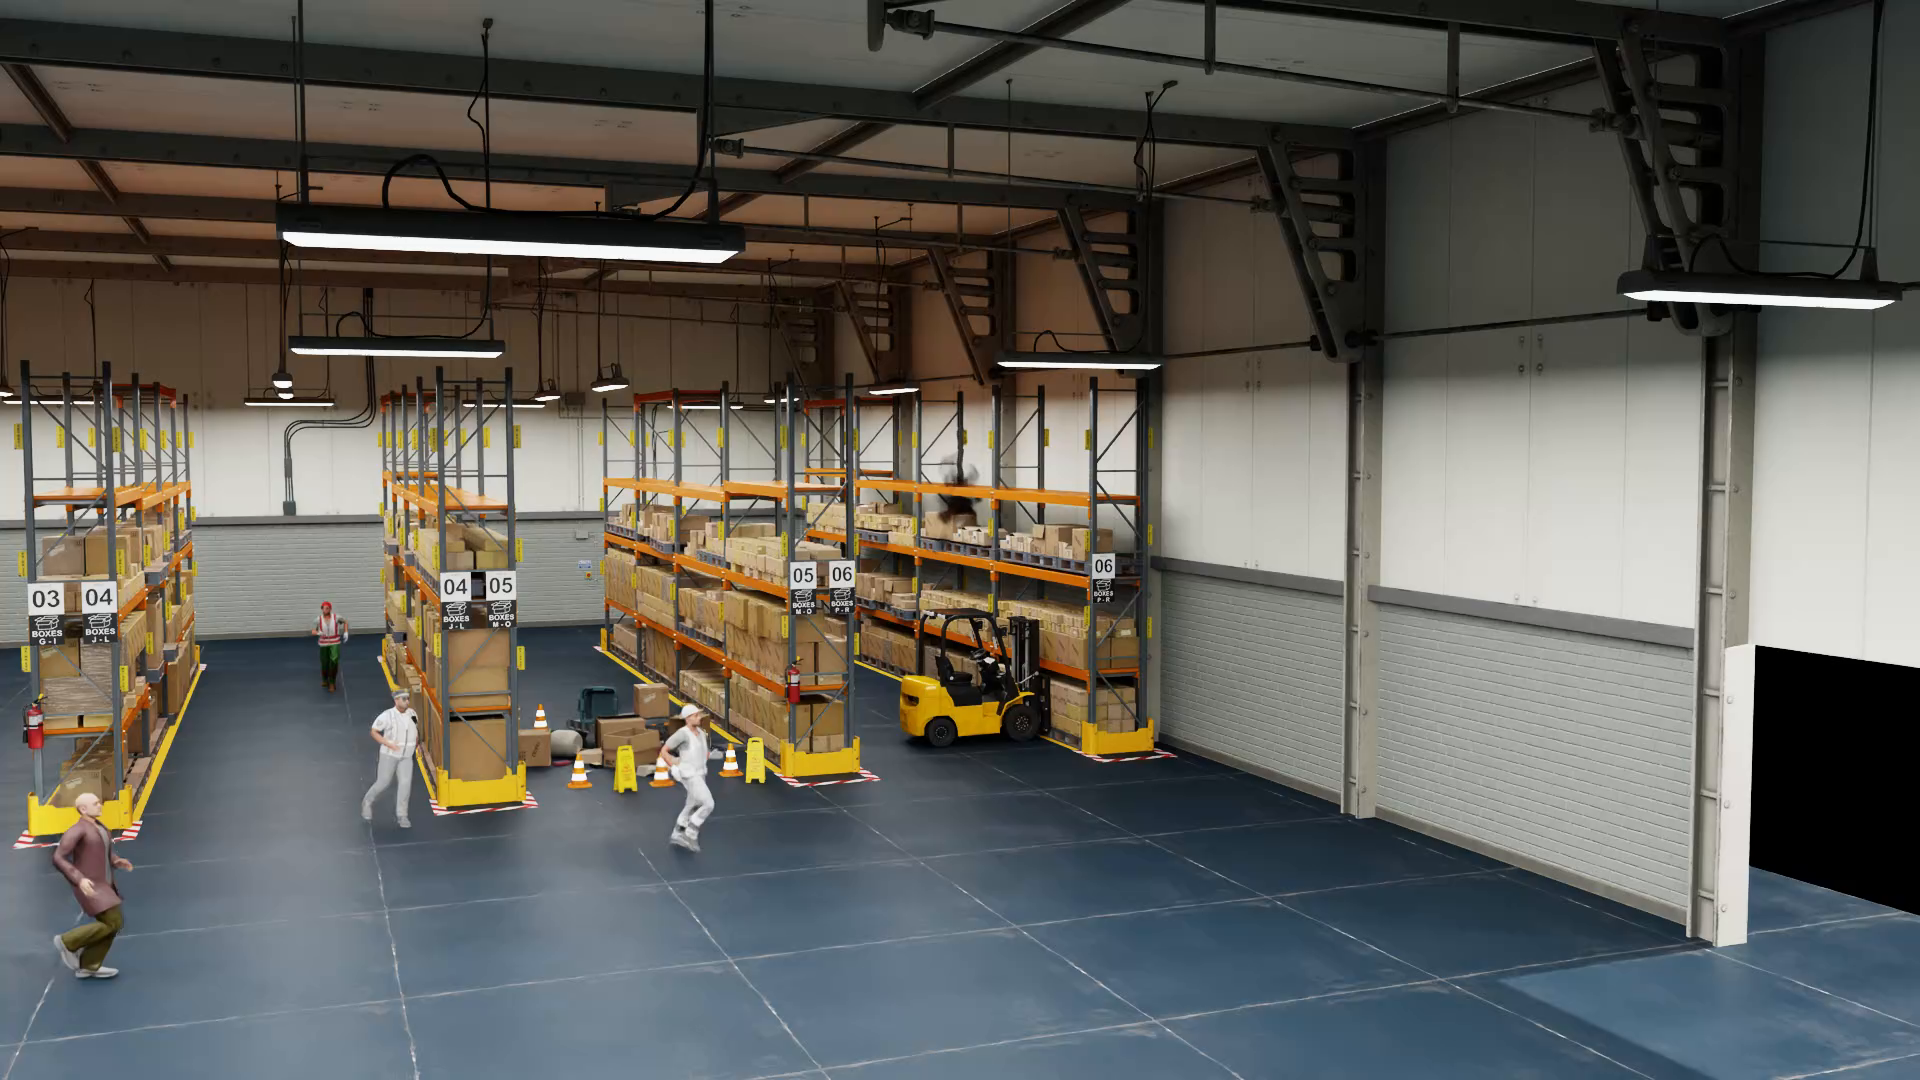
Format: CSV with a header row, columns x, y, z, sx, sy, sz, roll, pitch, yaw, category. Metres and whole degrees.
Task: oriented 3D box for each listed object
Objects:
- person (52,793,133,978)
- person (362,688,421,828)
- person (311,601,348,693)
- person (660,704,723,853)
x,y,z,sx,sy,sz,roll,pitch,yaw,category
-8.038,3.208,15.437,0.635,1.730,0.706,0,3,-4,person
-7.334,2.811,21.739,0.974,1.751,0.735,3,5,45,person
-12.545,2.121,33.106,0.673,1.820,0.902,-1,4,-15,person
-3.219,2.892,20.196,0.709,1.792,0.640,1,4,16,person
